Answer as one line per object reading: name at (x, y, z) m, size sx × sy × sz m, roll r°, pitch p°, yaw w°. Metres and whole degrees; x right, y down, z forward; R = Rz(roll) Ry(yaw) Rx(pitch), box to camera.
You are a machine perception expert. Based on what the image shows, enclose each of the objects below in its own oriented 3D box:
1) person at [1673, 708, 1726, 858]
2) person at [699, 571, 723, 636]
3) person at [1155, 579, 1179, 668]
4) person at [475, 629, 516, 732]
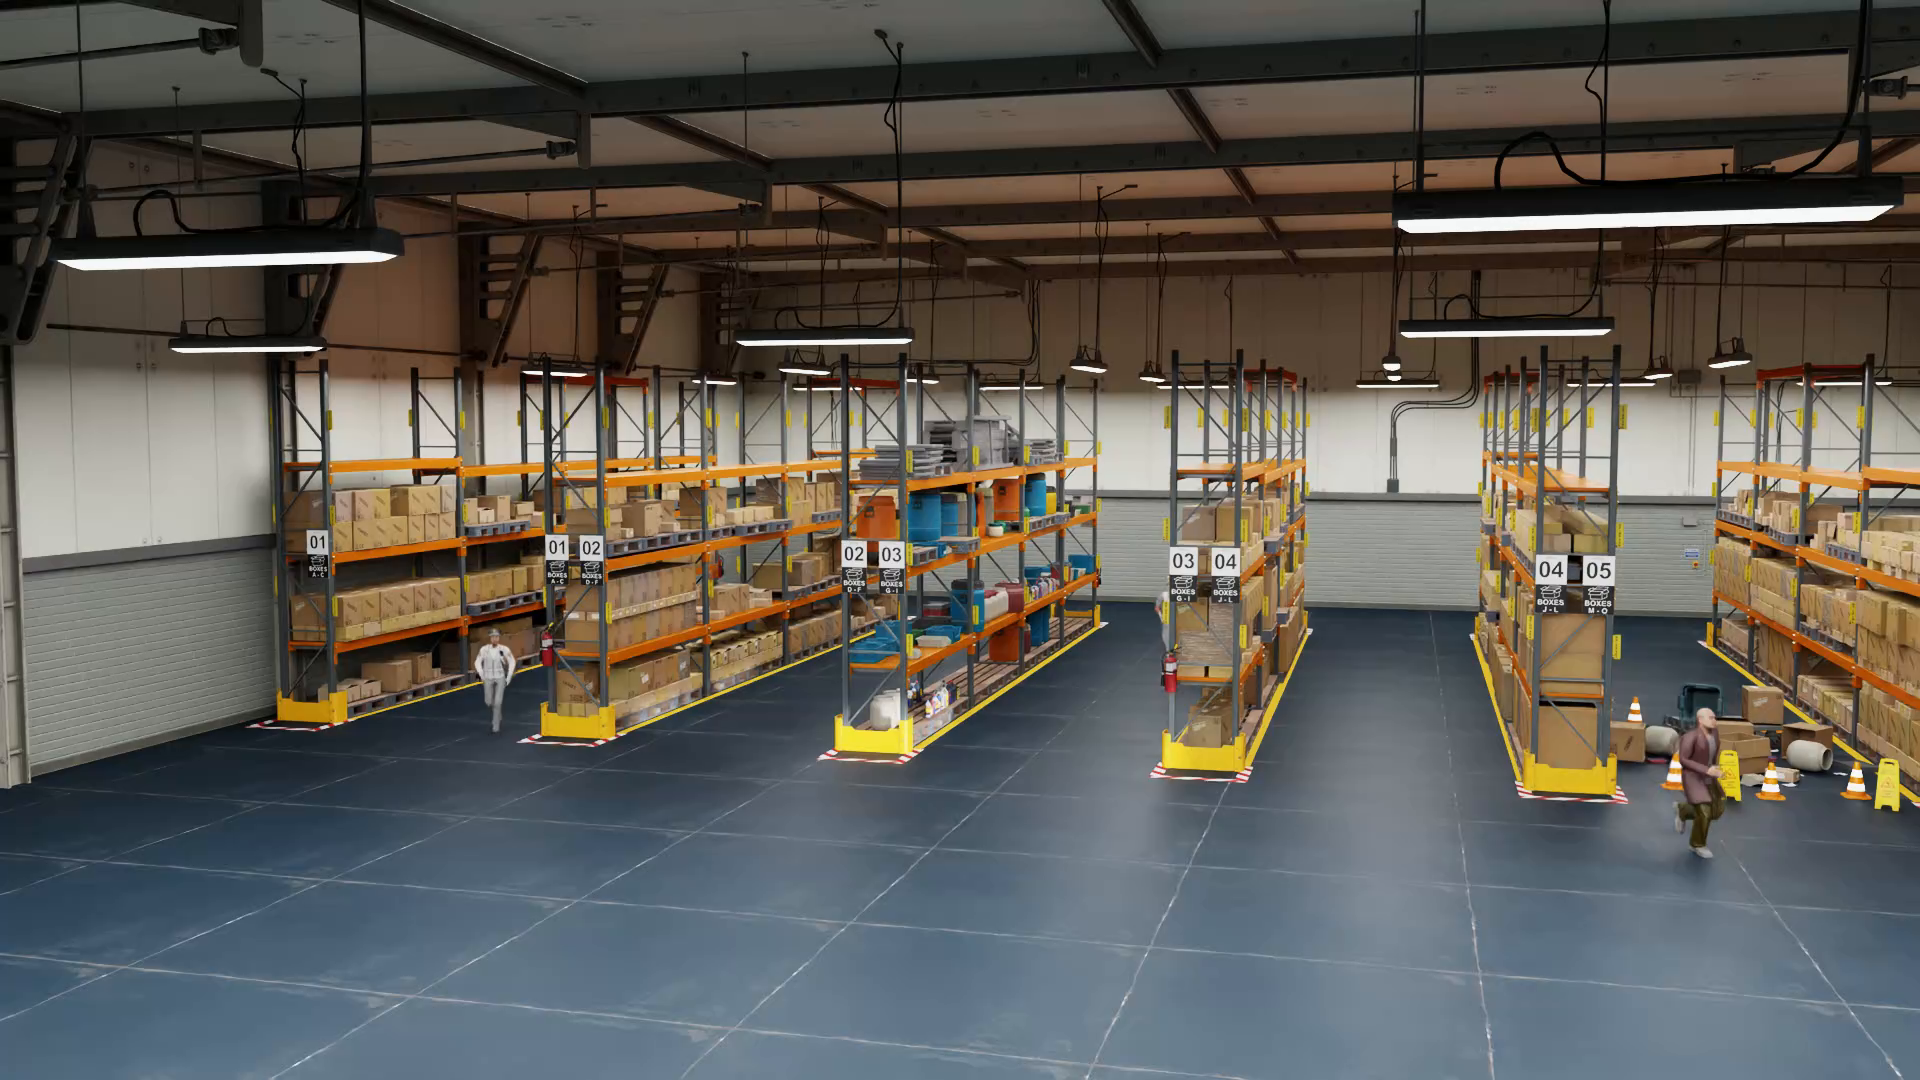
person at (8.534, 2.781, 19.147) m, size 0.759 × 1.732 × 0.729 m, roll -2°, pitch 5°, yaw -29°
person at (-5.488, 1.531, 36.706) m, size 0.684 × 1.706 × 0.806 m, roll 1°, pitch 4°, yaw 15°
person at (3.957, 1.608, 31.136) m, size 0.648 × 1.813 × 0.642 m, roll 1°, pitch 4°, yaw 14°
person at (-7.529, 2.254, 26.949) m, size 0.654 × 1.674 × 0.525 m, roll 0°, pitch 4°, yaw -6°
